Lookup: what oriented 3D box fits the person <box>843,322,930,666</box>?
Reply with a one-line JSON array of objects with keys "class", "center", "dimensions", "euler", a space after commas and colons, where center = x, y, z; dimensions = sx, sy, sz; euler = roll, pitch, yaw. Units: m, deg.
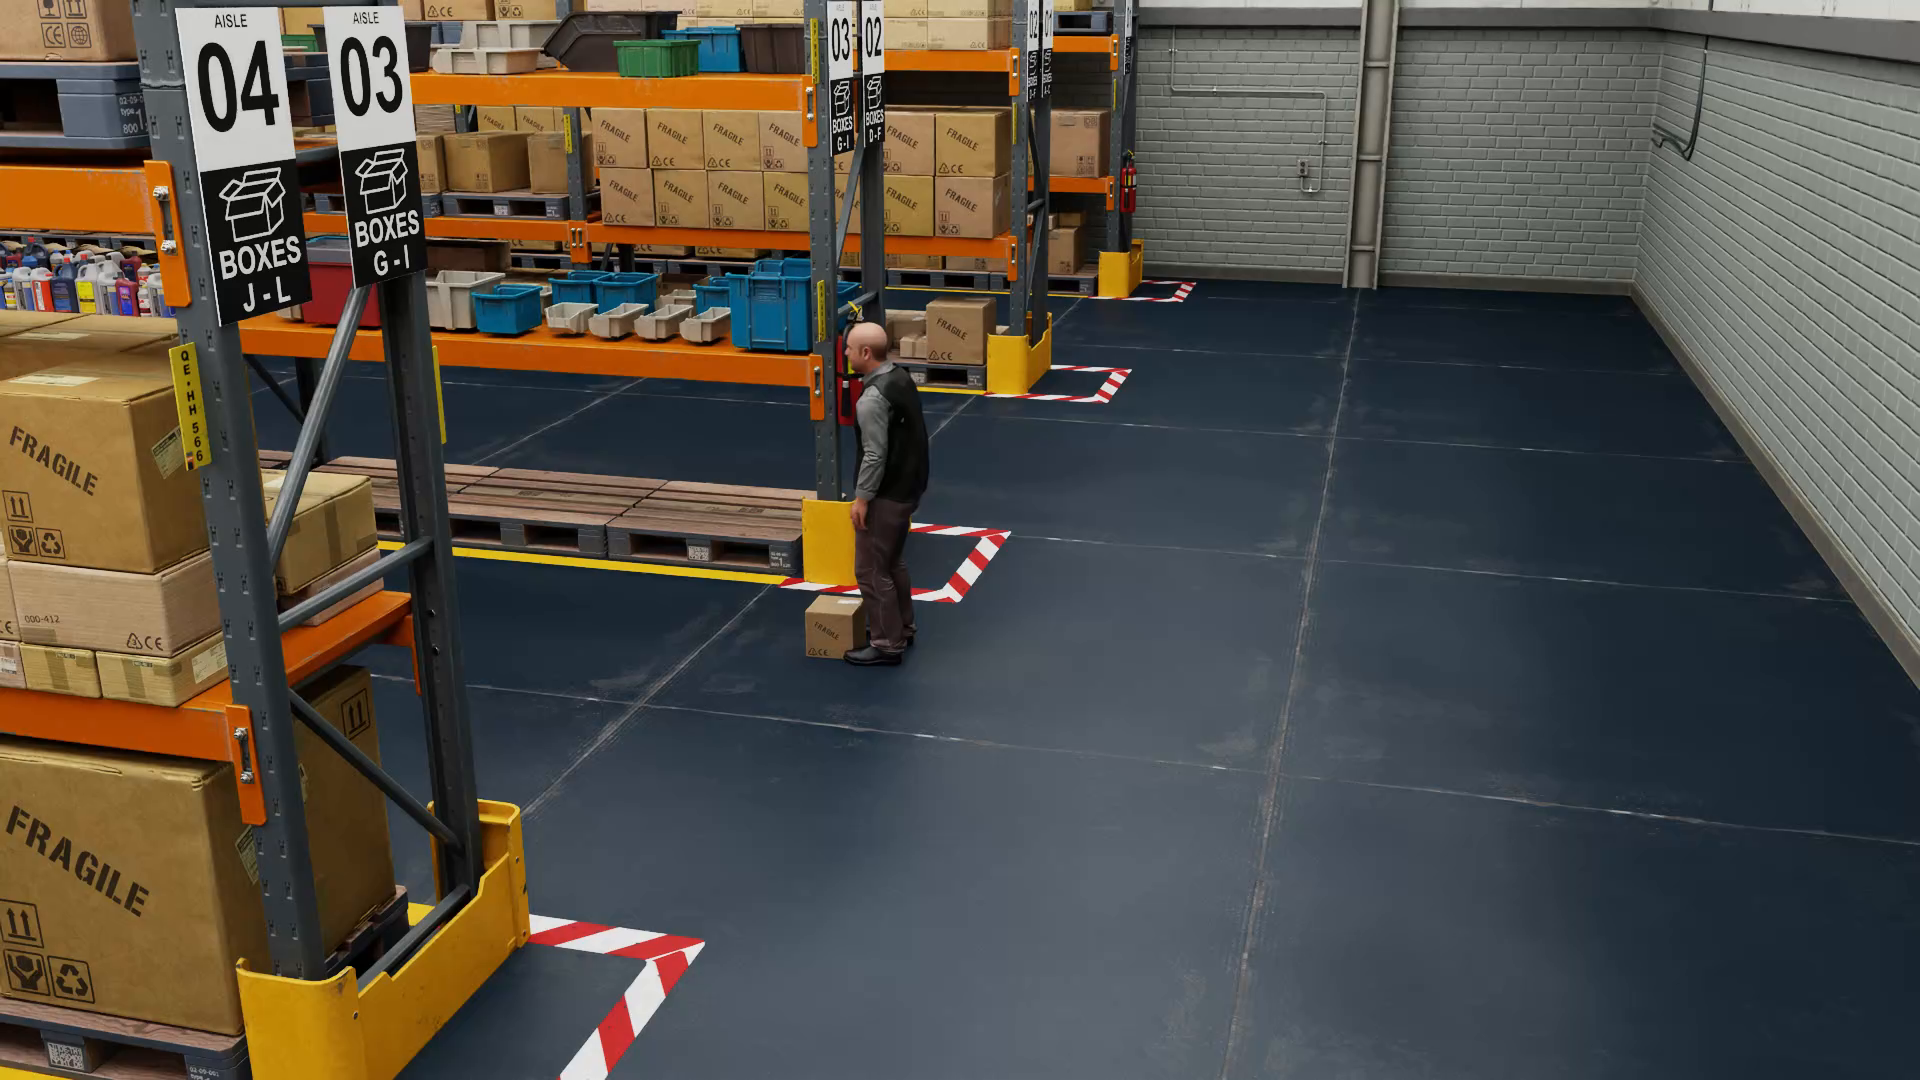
[{"class": "person", "center": [-0.366, -0.231, 8.299], "dimensions": [0.418, 1.721, 0.580], "euler": [5, 19, 14]}]
